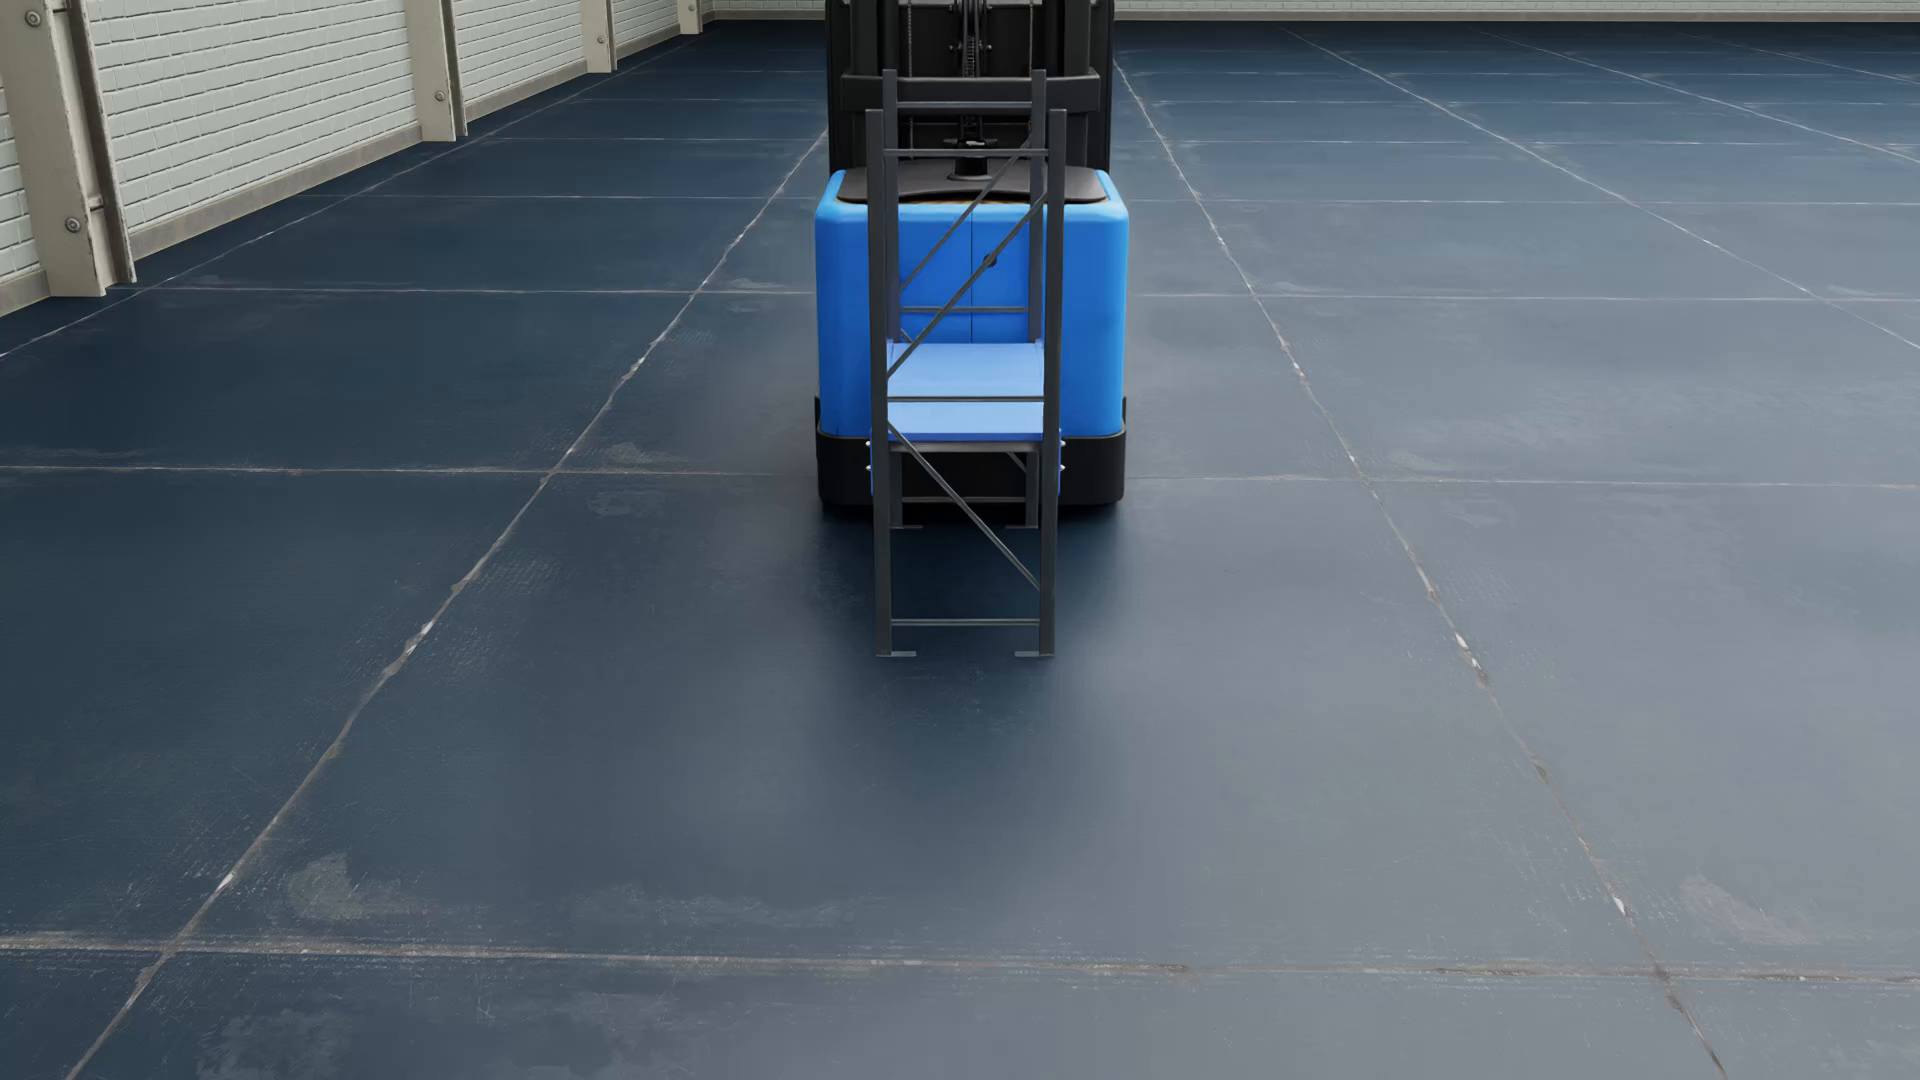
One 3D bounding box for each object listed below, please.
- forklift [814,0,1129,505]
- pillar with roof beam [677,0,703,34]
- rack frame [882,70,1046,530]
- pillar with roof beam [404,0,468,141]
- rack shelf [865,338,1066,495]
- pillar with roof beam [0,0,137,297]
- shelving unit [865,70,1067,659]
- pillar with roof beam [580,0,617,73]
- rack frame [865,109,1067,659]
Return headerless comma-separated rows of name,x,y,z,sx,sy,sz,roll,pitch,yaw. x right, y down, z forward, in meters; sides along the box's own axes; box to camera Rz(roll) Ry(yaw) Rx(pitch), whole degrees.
forklift,0.036,-1.965,6.542,1.130,2.935,3.031,0,21,0
pillar with roof beam,0.116,-12.030,24.092,9.100,9.000,0.400,1,21,2
rack frame,0.013,-0.739,5.360,0.500,1.500,0.032,0,21,0
pillar with roof beam,-0.249,-7.691,12.910,9.100,9.000,0.400,1,21,2
rack shelf,0.014,-0.387,4.951,0.538,0.185,1.000,0,21,0
pillar with roof beam,-0.432,-5.521,7.319,9.100,9.000,0.400,1,21,2
shelving unit,0.014,-0.555,4.886,0.538,1.500,1.048,0,21,0
pillar with roof beam,-0.067,-9.860,18.501,9.100,9.000,0.400,1,21,2
rack frame,0.015,-0.371,4.412,0.500,1.500,0.032,0,21,0
